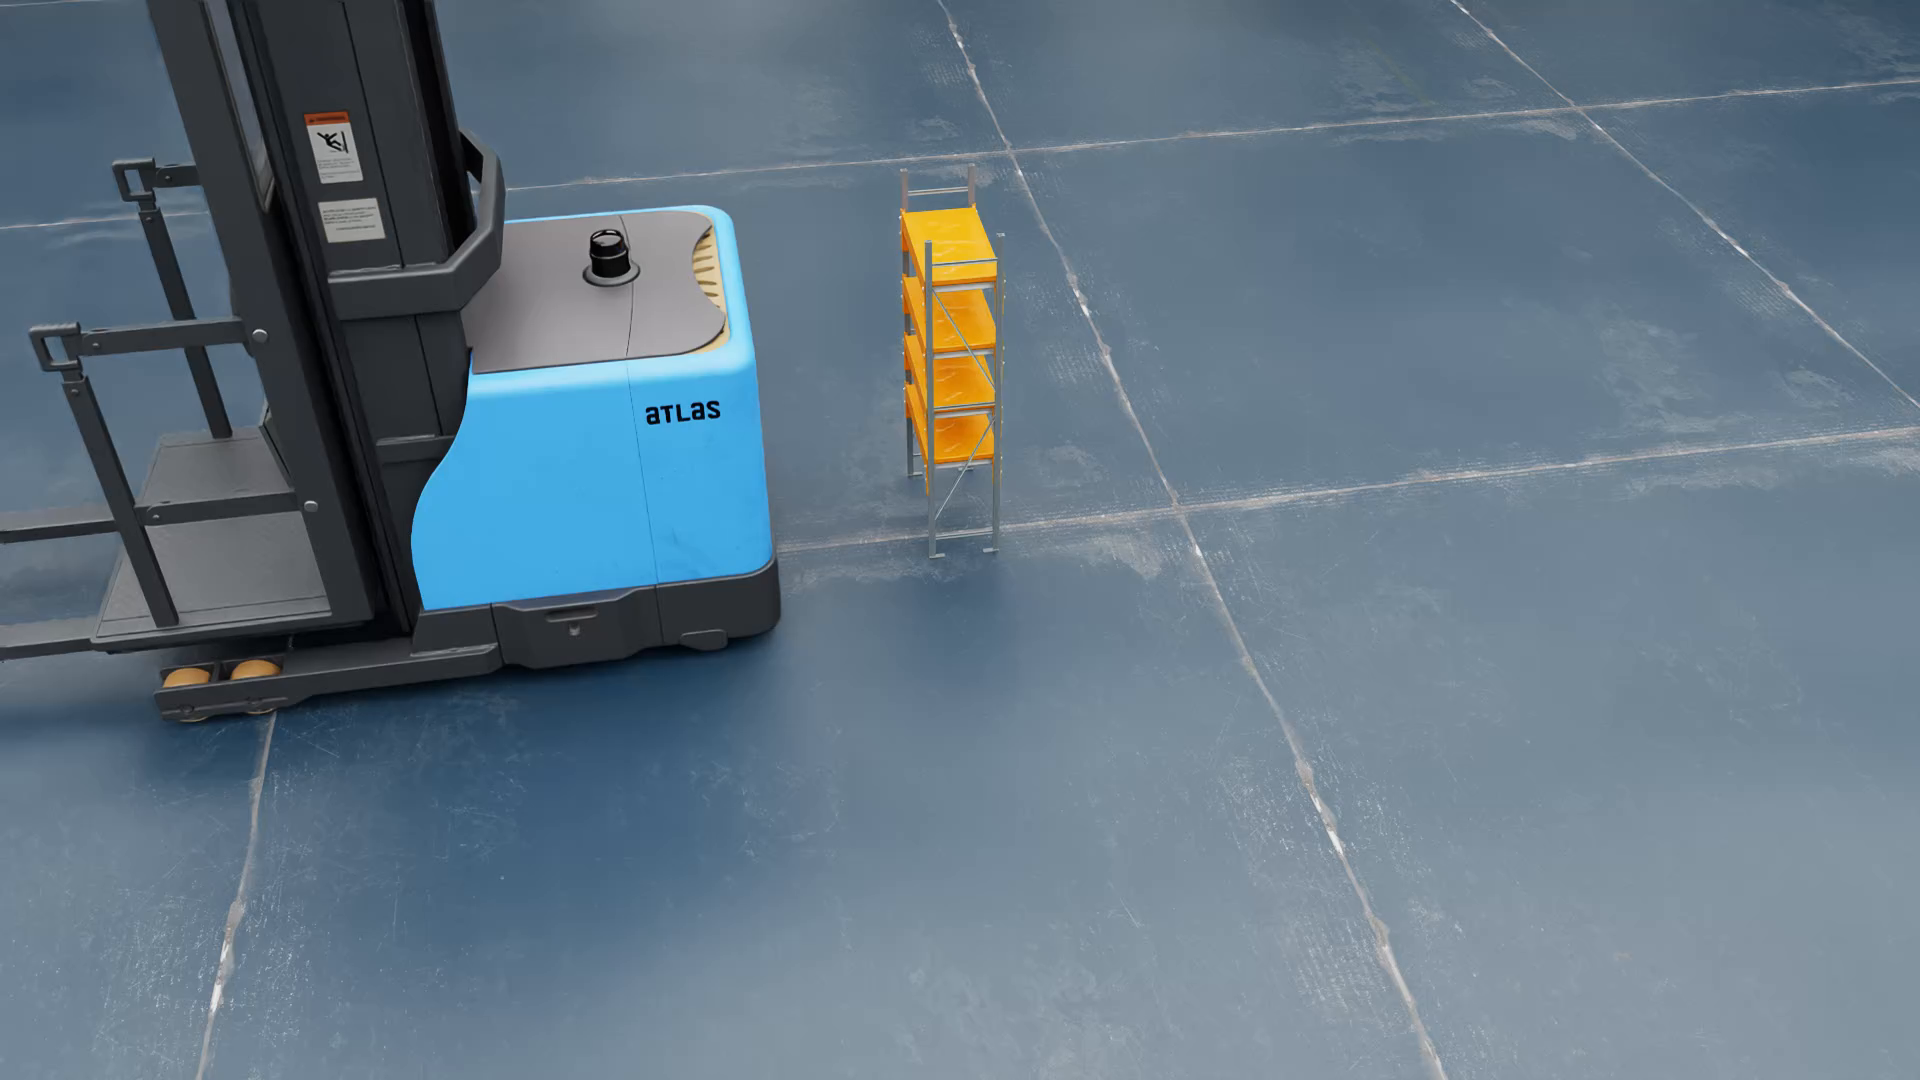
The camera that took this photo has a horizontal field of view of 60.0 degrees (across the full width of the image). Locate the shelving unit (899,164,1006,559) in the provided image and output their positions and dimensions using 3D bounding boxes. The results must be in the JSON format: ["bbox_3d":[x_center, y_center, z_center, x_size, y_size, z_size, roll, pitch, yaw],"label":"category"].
[{"bbox_3d":[-0.029,-0.574,5.511,0.258,1.200,0.503,-6,38,-8],"label":"shelving unit"}]

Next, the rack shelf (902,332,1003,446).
[{"bbox_3d":[-0.029,-0.521,5.552,0.258,0.148,0.480,-6,38,-8],"label":"rack shelf"}]

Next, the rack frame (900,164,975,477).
[{"bbox_3d":[-0.072,-0.721,5.700,0.240,1.200,0.015,-6,38,-8],"label":"rack frame"}]

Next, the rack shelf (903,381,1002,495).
[{"bbox_3d":[-0.029,-0.364,5.674,0.258,0.148,0.480,-6,38,-8],"label":"rack shelf"}]

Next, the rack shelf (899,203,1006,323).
[{"bbox_3d":[-0.029,-0.884,5.270,0.258,0.148,0.480,-6,38,-8],"label":"rack shelf"}]

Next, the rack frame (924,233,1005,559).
[{"bbox_3d":[0.014,-0.426,5.321,0.240,1.200,0.015,-6,38,-8],"label":"rack frame"}]

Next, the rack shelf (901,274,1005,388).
[{"bbox_3d":[-0.029,-0.697,5.415,0.258,0.148,0.480,-6,38,-8],"label":"rack shelf"}]

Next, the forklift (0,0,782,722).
[{"bbox_3d":[-2.140,-0.958,4.594,3.031,2.935,1.130,-6,38,-8],"label":"forklift"}]
